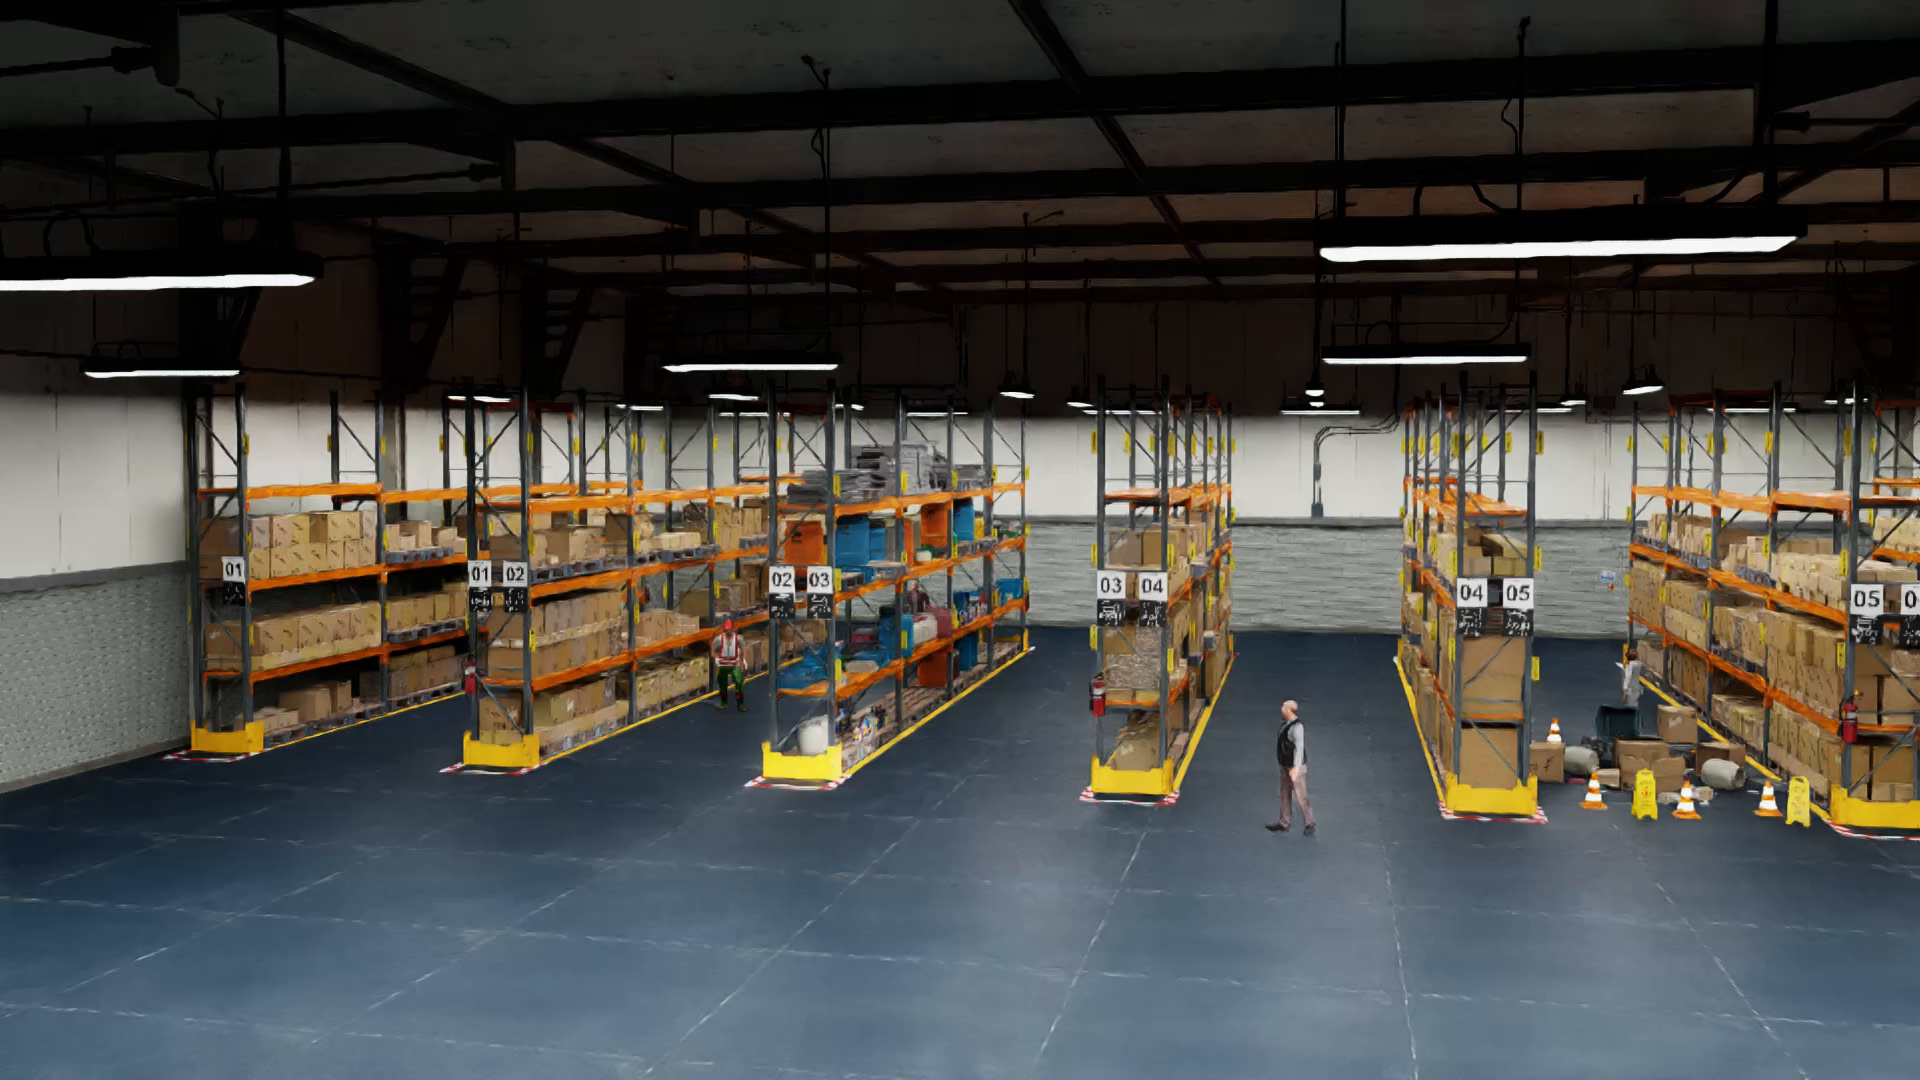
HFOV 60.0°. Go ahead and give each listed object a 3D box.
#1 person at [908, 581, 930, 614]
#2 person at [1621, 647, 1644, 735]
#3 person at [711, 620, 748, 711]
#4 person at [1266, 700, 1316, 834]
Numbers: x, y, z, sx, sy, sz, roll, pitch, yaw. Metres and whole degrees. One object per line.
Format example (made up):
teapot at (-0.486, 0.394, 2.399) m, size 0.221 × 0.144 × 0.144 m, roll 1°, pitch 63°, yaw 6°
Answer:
person at (-1.072, 1.889, 40.296) m, size 0.729 × 1.631 × 0.546 m, roll 1°, pitch 3°, yaw 11°
person at (11.270, 2.594, 27.945) m, size 0.522 × 1.591 × 0.523 m, roll 3°, pitch 4°, yaw 41°
person at (-4.323, 2.346, 31.251) m, size 0.686 × 1.716 × 0.835 m, roll 0°, pitch 3°, yaw -3°
person at (4.298, 2.920, 21.469) m, size 0.551 × 1.722 × 0.639 m, roll 0°, pitch 3°, yaw -7°
